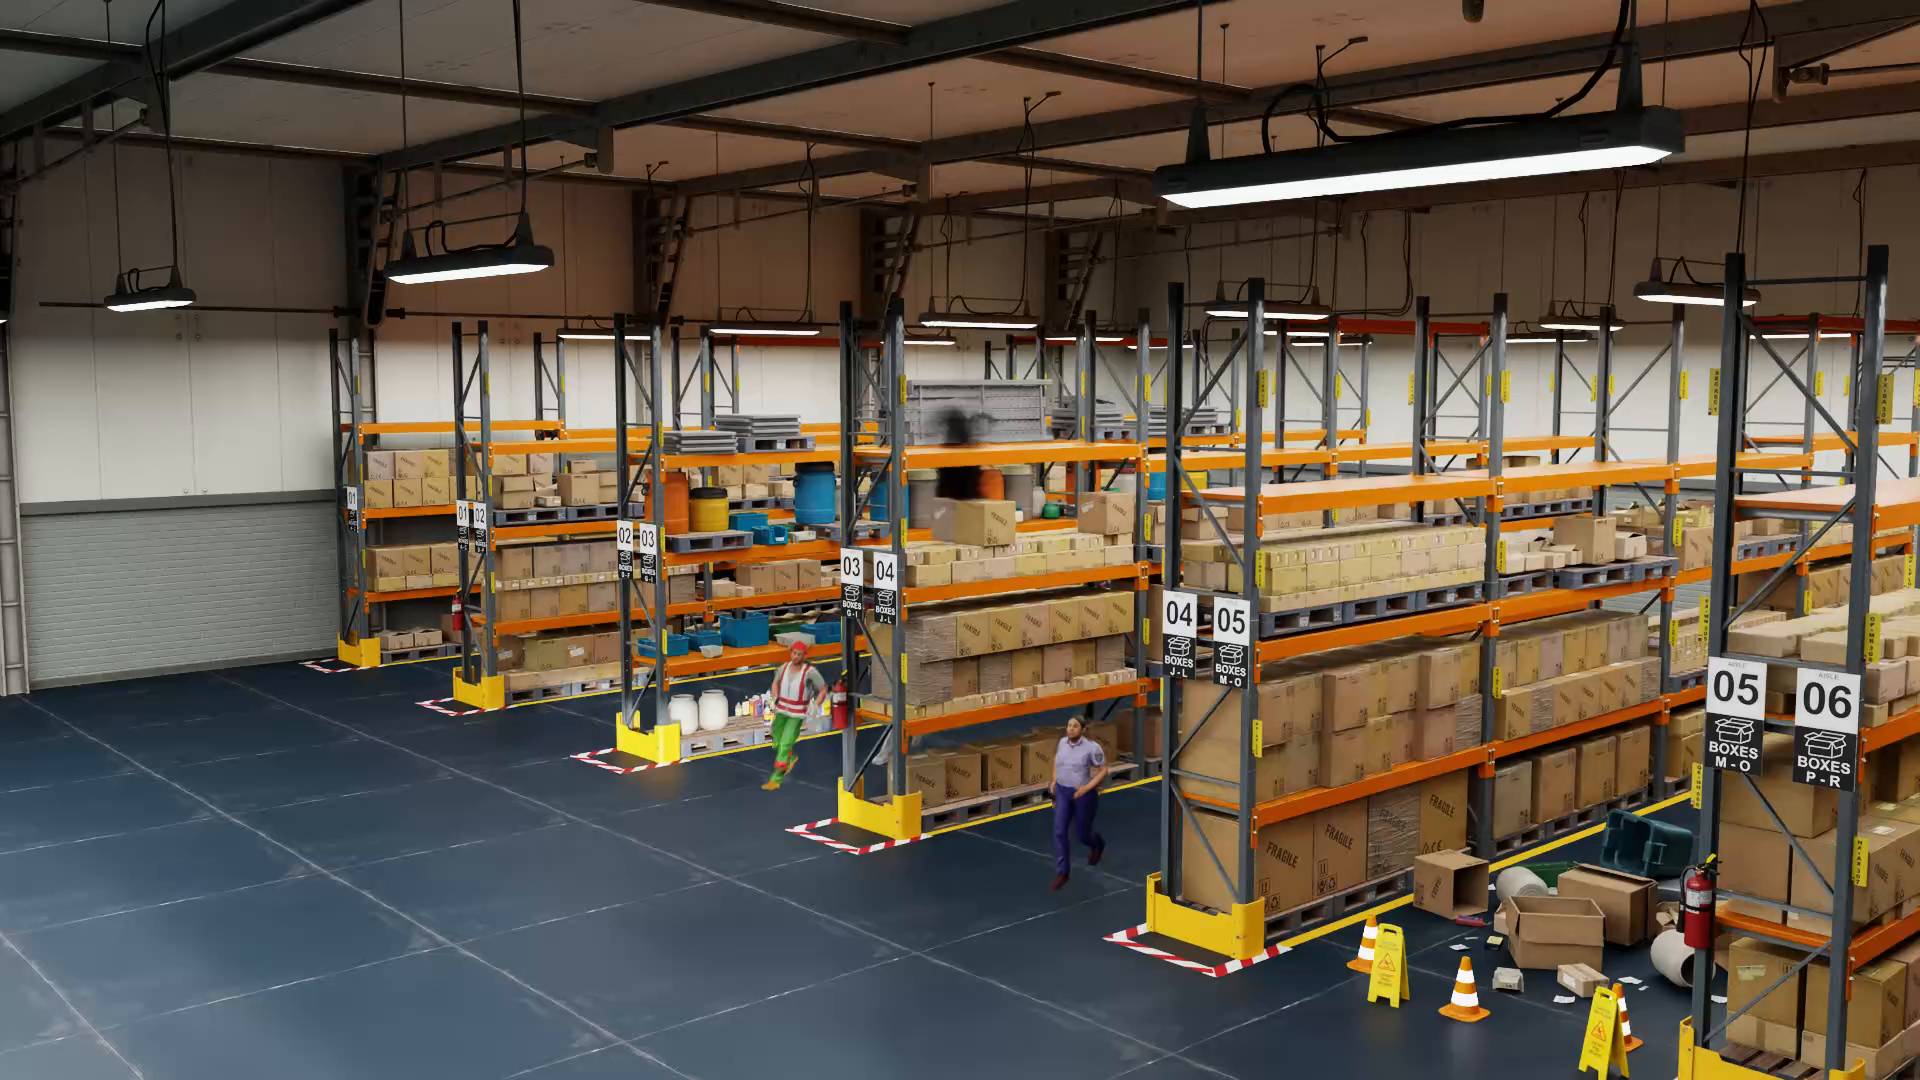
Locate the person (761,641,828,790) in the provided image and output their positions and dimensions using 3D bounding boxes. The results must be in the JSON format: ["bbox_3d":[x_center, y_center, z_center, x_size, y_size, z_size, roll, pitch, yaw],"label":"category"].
[{"bbox_3d":[-1.939,2.062,19.715,0.715,1.757,0.838,2,6,23],"label":"person"}]

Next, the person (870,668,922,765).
[{"bbox_3d":[-0.762,1.902,21.158,0.712,1.776,1.037,5,8,43],"label":"person"}]

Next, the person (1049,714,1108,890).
[{"bbox_3d":[1.146,2.492,16.115,0.625,1.646,0.875,3,6,28],"label":"person"}]
